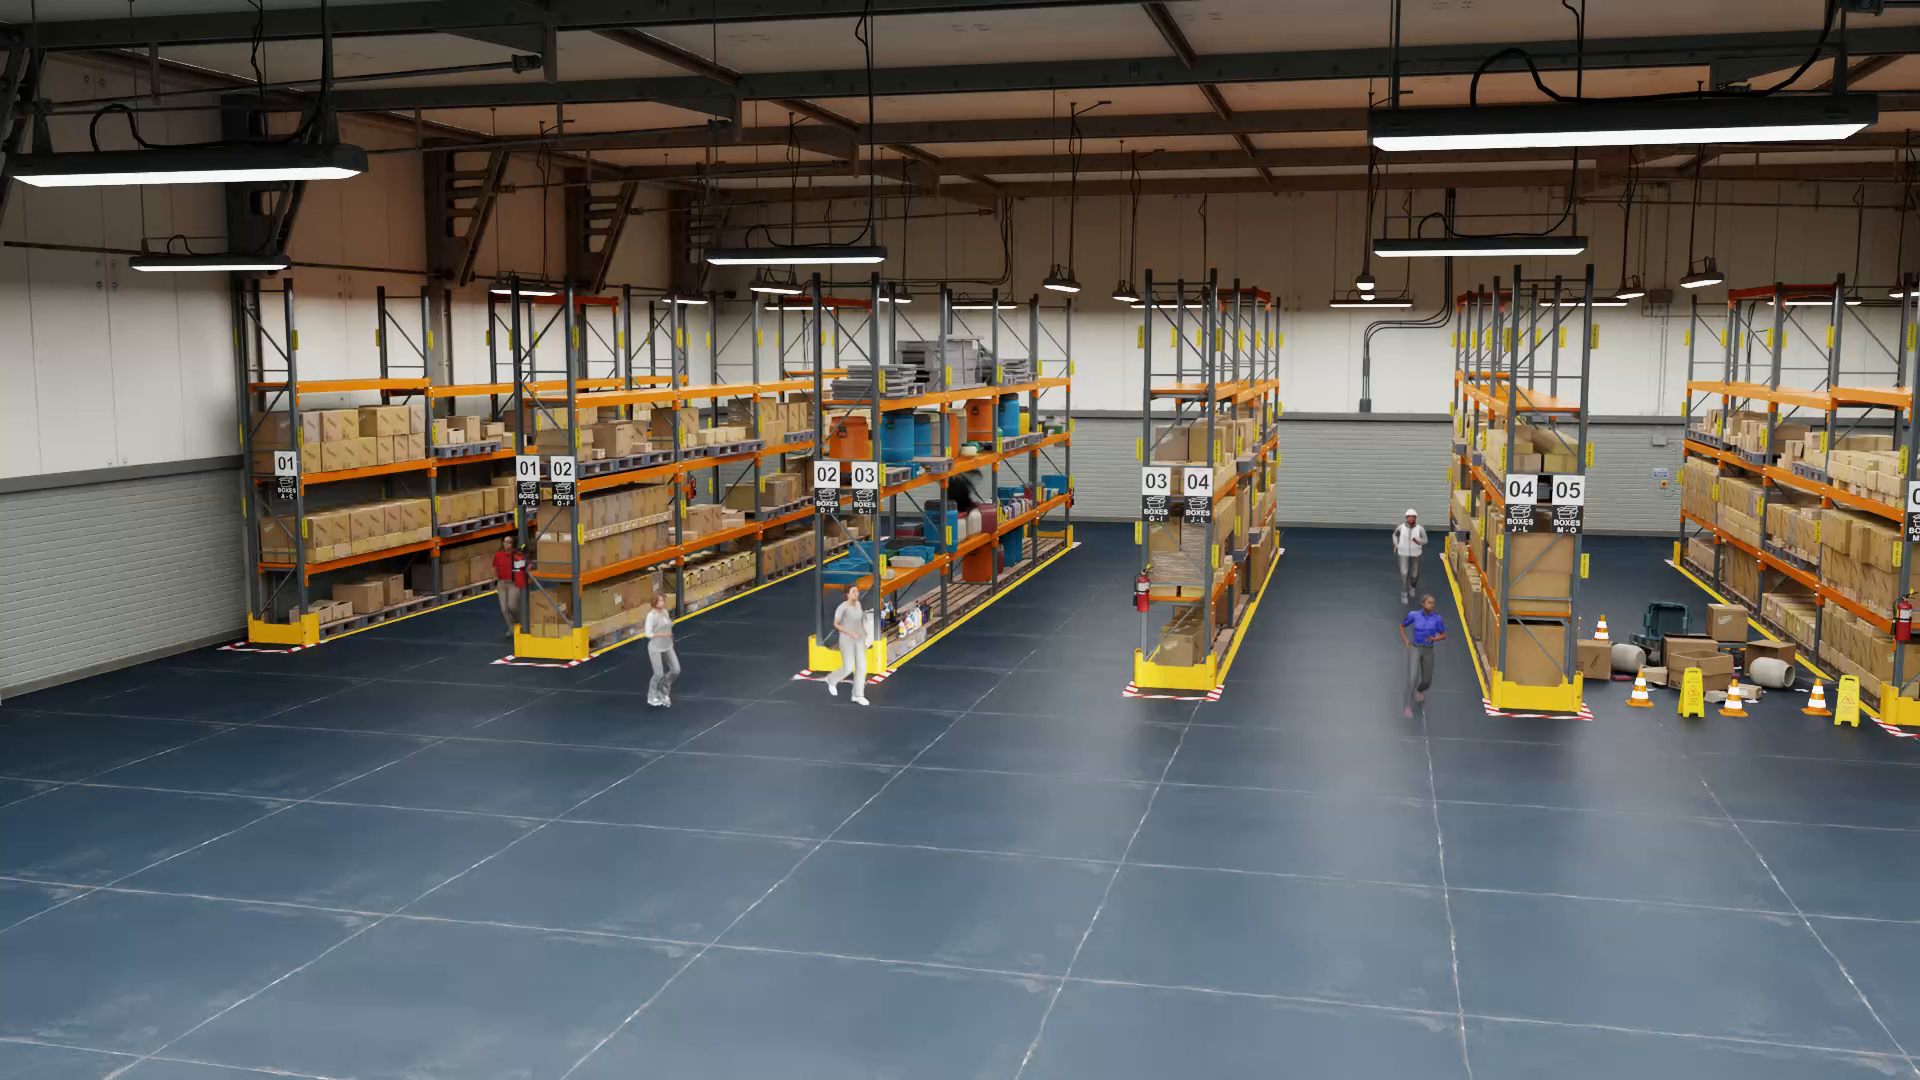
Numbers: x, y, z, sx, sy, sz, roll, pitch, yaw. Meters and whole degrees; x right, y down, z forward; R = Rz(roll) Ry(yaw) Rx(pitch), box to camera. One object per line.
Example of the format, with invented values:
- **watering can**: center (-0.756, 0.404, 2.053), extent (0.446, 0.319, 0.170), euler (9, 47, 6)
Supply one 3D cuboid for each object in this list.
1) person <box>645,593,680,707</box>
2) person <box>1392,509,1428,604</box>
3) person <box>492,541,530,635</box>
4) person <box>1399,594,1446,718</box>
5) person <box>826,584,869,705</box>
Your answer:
- **person**: center (-4.043, 1.506, 22.622), extent (0.615, 1.582, 0.519), euler (6, 9, 40)
- **person**: center (8.597, 0.290, 31.789), extent (0.652, 1.767, 0.960), euler (2, 7, 13)
- **person**: center (-7.612, 0.837, 28.089), extent (0.625, 1.664, 0.559), euler (1, 7, 8)
- **person**: center (6.243, 1.589, 22.458), extent (0.589, 1.537, 0.822), euler (0, 7, 3)
- **person**: center (-1.536, 1.423, 23.124), extent (0.772, 1.669, 0.590), euler (6, 9, 43)
